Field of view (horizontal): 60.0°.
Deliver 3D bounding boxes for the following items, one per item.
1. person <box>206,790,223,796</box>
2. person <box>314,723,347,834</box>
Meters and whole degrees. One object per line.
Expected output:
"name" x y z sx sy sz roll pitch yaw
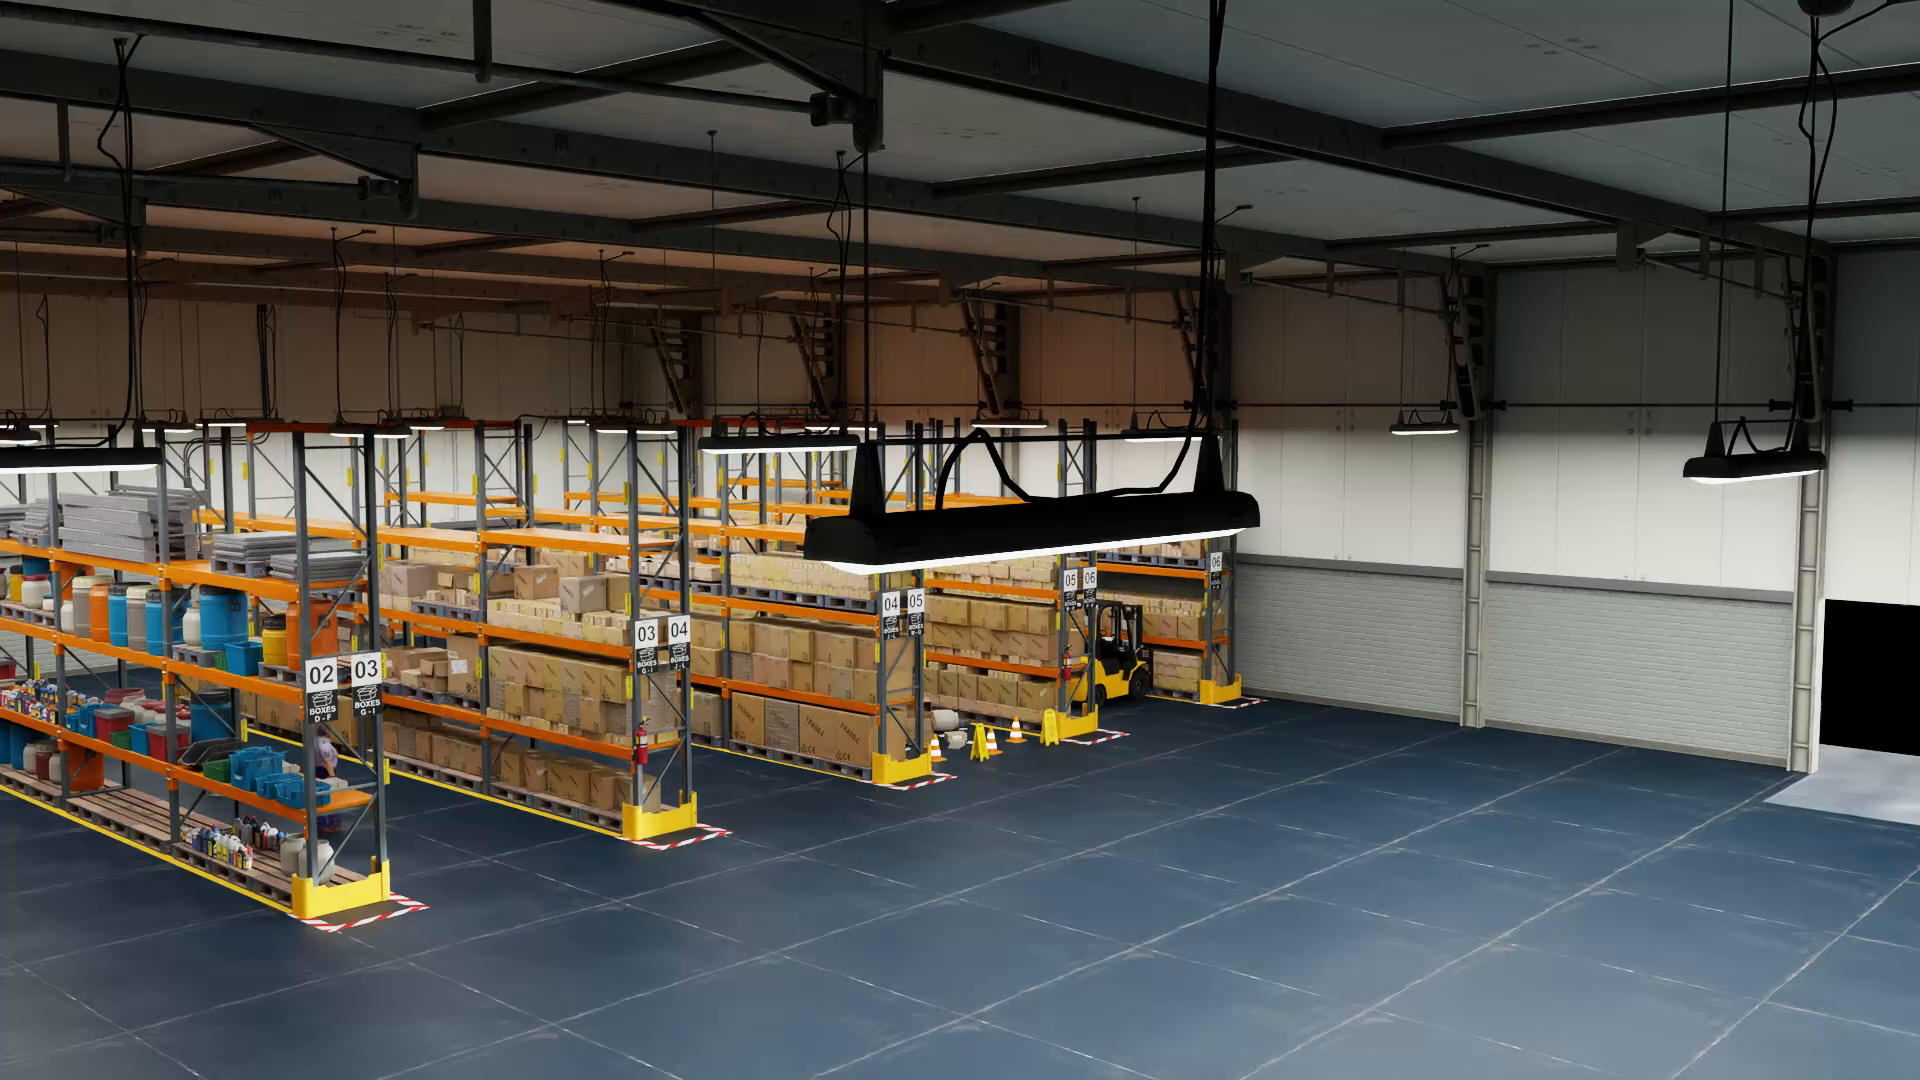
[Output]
"person" -11.932 3.310 27.038 0.568 1.684 0.681 -1 5 -12
"person" -9.340 3.532 24.576 0.455 1.687 0.507 -1 5 -10
